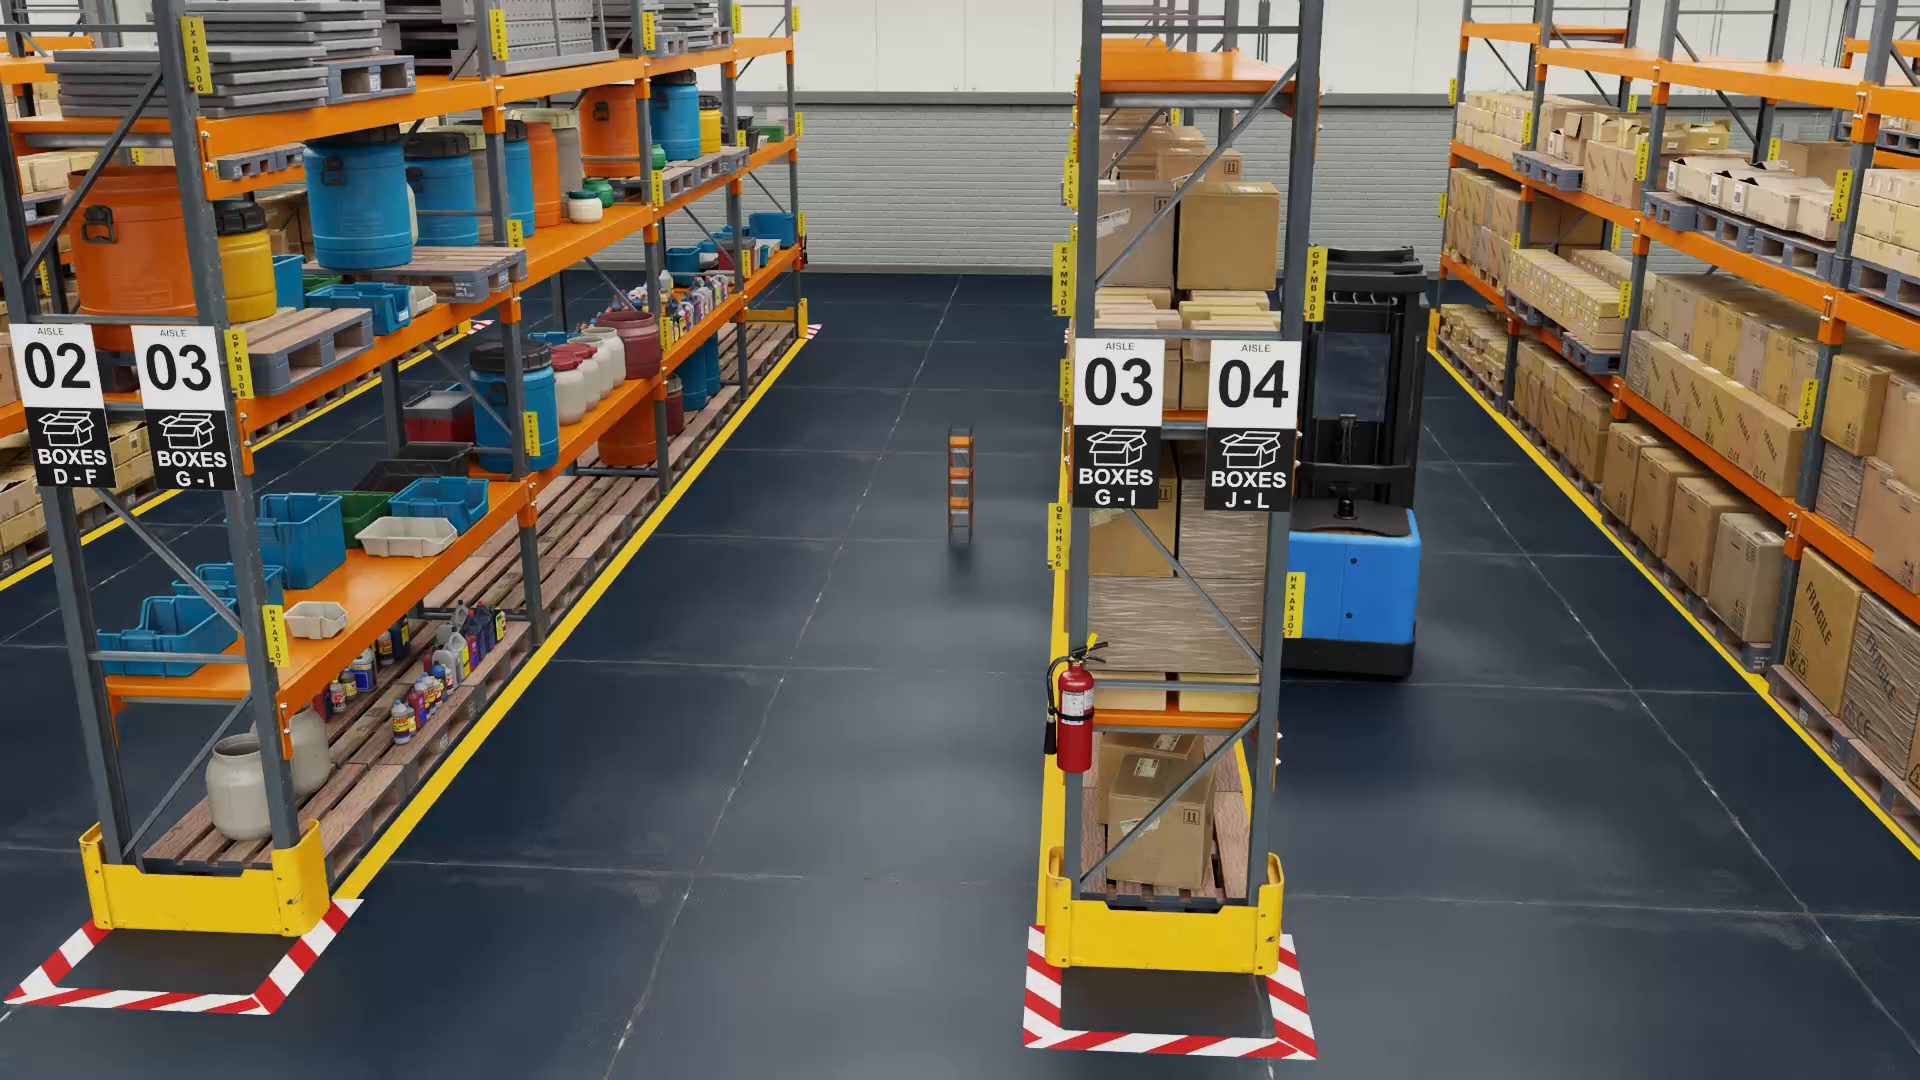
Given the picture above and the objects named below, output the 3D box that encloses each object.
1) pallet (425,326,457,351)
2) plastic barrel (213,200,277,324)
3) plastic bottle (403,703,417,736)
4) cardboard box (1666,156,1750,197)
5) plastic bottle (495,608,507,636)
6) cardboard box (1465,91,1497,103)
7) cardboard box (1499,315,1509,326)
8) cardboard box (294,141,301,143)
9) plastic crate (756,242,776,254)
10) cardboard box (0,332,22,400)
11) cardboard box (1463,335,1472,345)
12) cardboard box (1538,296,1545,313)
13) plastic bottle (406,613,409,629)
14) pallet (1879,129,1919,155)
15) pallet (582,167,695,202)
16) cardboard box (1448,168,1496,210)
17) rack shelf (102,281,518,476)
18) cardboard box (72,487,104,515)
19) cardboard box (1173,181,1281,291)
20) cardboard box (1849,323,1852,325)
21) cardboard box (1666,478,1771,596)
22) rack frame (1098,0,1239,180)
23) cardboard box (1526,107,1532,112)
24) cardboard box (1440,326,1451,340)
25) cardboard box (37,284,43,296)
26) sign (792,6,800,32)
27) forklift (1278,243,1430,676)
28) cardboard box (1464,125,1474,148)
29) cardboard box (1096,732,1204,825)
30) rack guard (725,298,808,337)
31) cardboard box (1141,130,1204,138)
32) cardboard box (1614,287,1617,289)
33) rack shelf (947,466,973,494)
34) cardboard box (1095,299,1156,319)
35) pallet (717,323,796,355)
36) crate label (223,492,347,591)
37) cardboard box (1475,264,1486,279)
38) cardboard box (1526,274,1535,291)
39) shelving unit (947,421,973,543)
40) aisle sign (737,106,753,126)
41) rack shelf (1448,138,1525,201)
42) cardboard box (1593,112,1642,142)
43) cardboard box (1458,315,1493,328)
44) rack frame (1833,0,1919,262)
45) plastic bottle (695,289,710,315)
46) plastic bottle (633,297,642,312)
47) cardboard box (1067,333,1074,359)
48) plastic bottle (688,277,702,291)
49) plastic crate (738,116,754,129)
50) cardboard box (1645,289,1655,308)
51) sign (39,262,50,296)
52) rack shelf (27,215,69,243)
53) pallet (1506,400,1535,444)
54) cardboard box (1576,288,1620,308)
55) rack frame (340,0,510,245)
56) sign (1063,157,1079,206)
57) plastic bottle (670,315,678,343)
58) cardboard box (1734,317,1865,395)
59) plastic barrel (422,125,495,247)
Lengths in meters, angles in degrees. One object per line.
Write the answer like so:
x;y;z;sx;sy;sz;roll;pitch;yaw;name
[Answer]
-7.780;-2.891;23.408;1.003;0.211;1.213;1;18;4;pallet
-3.970;-1.478;8.822;0.600;0.588;0.600;0;18;0;plastic barrel
-3.477;1.126;10.457;0.097;0.201;0.097;0;18;0;plastic bottle
6.257;-3.049;13.901;0.500;0.311;0.500;1;18;4;cardboard box
-3.353;0.591;12.088;0.097;0.201;0.097;0;18;0;plastic bottle
6.852;-5.809;21.814;0.380;0.149;0.250;1;18;3;cardboard box
7.268;-2.842;21.726;0.380;0.149;0.250;1;18;2;cardboard box
-7.723;-4.745;20.010;0.500;0.250;0.500;1;18;4;cardboard box
-2.691;-3.932;22.433;0.396;0.136;0.243;1;18;4;plastic crate
-8.396;-1.529;14.611;0.500;0.500;0.500;0;18;1;cardboard box
6.753;-2.629;21.555;0.380;0.149;0.250;0;18;1;cardboard box
6.240;-2.443;17.291;0.380;0.149;0.250;1;18;3;cardboard box
-4.098;0.528;12.170;0.097;0.271;0.097;0;18;0;plastic bottle
11.919;-4.817;20.131;1.003;0.211;1.213;1;18;4;pallet
-3.199;-3.462;16.158;1.003;0.211;1.213;1;18;4;pallet
6.805;-4.654;22.064;0.500;0.500;0.500;1;18;4;cardboard box
-3.782;-1.111;9.835;1.077;0.370;4.000;1;18;4;rack shelf
-8.159;-0.411;15.101;0.500;0.250;0.500;2;18;5;cardboard box
1.391;-1.603;8.739;0.500;0.500;0.500;1;18;4;cardboard box
12.099;-2.819;22.149;0.875;0.438;0.875;1;18;2;cardboard box
6.270;-0.021;13.109;1.050;0.750;0.750;1;18;4;cardboard box
1.302;-3.389;10.815;1.000;3.000;0.127;1;18;4;rack frame
6.565;-4.765;18.629;0.380;0.149;0.250;0;18;1;cardboard box
6.745;-2.812;22.593;0.380;0.149;0.250;2;18;5;cardboard box
-12.872;-3.427;22.861;0.380;0.149;0.250;2;18;5;cardboard box
-2.228;-7.066;22.554;0.100;0.325;0.005;1;18;4;sign
2.951;-0.851;12.813;1.130;2.935;3.031;3;18;10;forklift
6.773;-5.180;21.338;0.500;0.250;0.500;2;18;6;cardboard box
1.085;1.312;9.441;0.500;0.500;0.500;6;19;18;cardboard box
-2.789;-3.196;23.873;1.175;0.500;0.348;1;18;4;rack guard
1.778;-3.178;14.024;0.500;0.500;0.500;1;18;4;cardboard box
6.870;-2.490;16.955;0.380;0.149;0.250;2;18;6;cardboard box
0.004;-0.505;14.814;0.215;0.259;0.240;1;18;4;rack shelf
0.770;-1.099;8.242;0.380;0.149;0.250;0;18;2;cardboard box
-2.876;-2.795;23.115;1.003;0.211;1.213;1;18;4;pallet
-4.063;-0.001;10.052;0.502;0.435;0.616;1;18;4;crate label
6.643;-3.343;20.710;0.380;0.149;0.250;2;18;5;cardboard box
6.276;-2.749;17.746;0.380;0.149;0.250;1;18;2;cardboard box
0.004;-0.516;14.810;0.215;1.050;0.252;1;18;4;shelving unit
-3.069;-5.640;23.144;0.394;0.787;0.004;1;18;4;aisle sign
6.959;-4.586;20.438;1.077;0.370;4.000;1;18;4;rack shelf
6.370;-4.007;16.126;0.396;0.266;0.258;1;18;4;cardboard box
6.745;-2.853;21.761;0.380;0.149;0.250;0;18;1;cardboard box
6.242;-3.247;10.381;1.000;3.000;0.127;1;18;4;rack frame
-2.843;-2.633;18.341;0.152;0.276;0.135;1;18;4;plastic bottle
-3.467;-2.478;17.876;0.097;0.271;0.097;0;18;0;plastic bottle
1.786;-1.736;18.142;1.225;0.875;0.875;1;18;2;cardboard box
-2.961;-2.763;18.618;0.144;0.351;0.185;1;18;4;plastic bottle
-3.084;-5.626;22.668;0.497;0.269;0.590;1;18;4;plastic crate
6.794;-2.300;15.899;0.380;0.149;0.250;1;18;4;cardboard box
-8.834;-2.525;16.079;0.100;0.325;0.005;1;18;4;sign
-8.435;-2.465;13.968;1.077;0.370;4.000;1;18;4;rack shelf
6.761;-1.314;18.594;1.003;0.211;1.213;1;18;4;pallet
6.146;-2.323;15.969;0.380;0.149;0.250;2;18;6;cardboard box
-3.638;-3.500;11.152;1.000;3.000;0.127;1;18;4;rack frame
0.748;-2.408;11.174;0.100;0.325;0.005;1;18;4;sign
-2.910;-2.147;16.846;0.061;0.283;0.133;1;18;4;plastic bottle
6.343;-1.390;12.581;0.700;0.500;0.500;1;18;4;cardboard box
-3.771;-2.678;12.658;0.600;0.901;0.600;0;18;0;plastic barrel
